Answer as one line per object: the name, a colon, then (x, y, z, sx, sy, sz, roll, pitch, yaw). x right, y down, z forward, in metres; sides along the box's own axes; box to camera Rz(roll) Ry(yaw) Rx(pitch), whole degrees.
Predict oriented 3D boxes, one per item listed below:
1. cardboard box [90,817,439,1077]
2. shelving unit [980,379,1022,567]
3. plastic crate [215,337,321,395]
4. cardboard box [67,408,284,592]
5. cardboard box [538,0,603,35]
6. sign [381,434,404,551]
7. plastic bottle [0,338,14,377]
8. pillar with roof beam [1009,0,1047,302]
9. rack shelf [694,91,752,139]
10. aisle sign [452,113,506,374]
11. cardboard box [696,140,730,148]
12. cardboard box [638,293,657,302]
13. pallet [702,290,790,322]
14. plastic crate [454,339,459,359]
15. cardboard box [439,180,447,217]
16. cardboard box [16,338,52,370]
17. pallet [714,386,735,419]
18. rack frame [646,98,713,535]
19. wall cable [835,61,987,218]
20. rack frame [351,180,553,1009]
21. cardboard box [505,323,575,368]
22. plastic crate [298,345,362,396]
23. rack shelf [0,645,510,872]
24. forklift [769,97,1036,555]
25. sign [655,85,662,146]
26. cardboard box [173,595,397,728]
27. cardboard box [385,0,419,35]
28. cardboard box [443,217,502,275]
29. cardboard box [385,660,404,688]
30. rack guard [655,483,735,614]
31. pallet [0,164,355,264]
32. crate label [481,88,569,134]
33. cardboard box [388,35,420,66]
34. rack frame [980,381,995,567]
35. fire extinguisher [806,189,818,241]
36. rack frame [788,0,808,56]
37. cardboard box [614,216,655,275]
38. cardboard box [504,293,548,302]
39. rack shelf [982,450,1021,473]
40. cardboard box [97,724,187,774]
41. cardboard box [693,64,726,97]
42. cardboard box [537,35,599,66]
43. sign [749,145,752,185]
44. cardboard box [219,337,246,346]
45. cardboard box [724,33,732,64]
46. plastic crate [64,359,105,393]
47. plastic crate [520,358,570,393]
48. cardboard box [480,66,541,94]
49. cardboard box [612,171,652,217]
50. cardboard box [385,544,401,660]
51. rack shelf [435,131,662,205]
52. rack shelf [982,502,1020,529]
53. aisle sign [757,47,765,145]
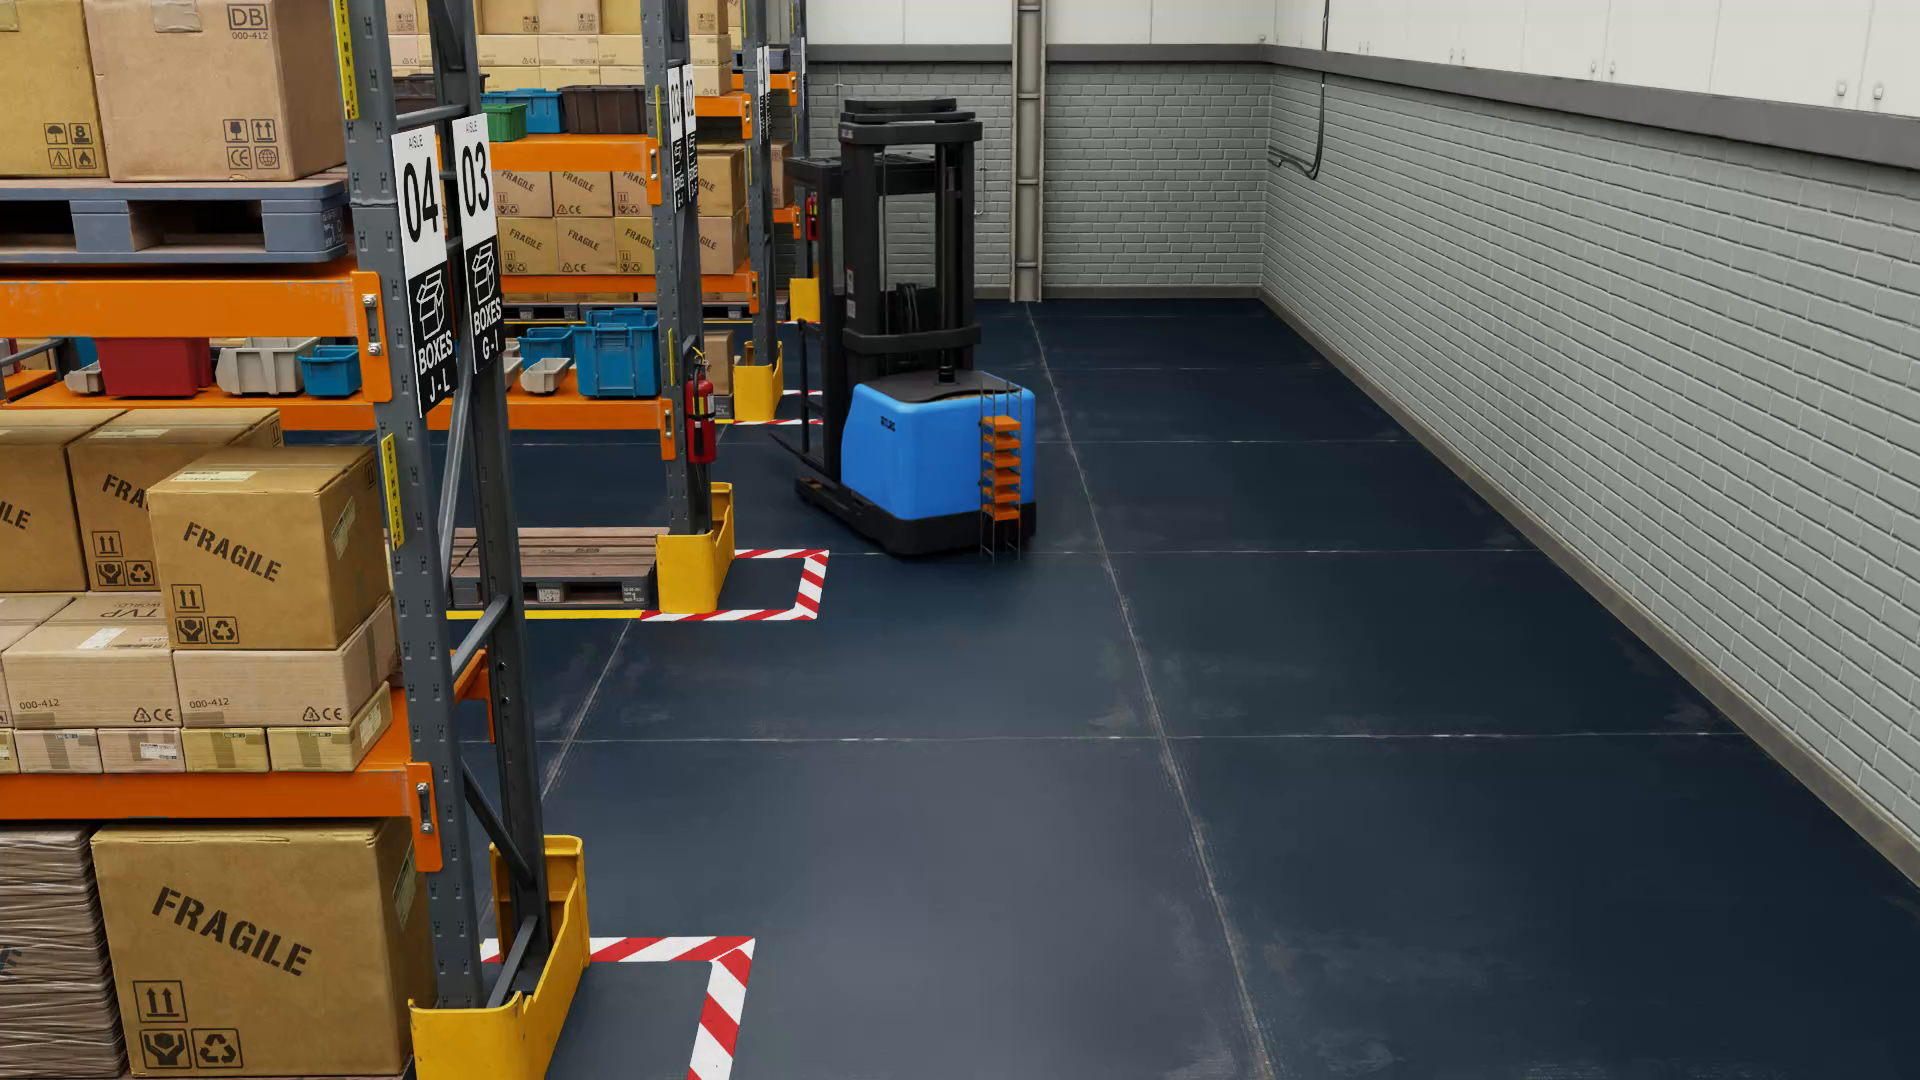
cardboard box: (-2.263, 1.200, 5.687, 0.875, 0.875, 0.875, 0, 18, -1)
shelving unit: (0.266, -0.439, 10.952, 0.189, 1.200, 0.258, -7, 19, -20)
plastic crate: (-4.172, -1.056, 10.025, 0.530, 0.282, 0.437, 0, 18, -1)
cardboard box: (-2.608, -0.144, 5.618, 0.500, 0.500, 0.500, -1, 18, -2)
cardboard box: (-3.290, -4.598, 14.259, 0.500, 0.500, 0.700, 0, 18, -1)
sign: (-1.630, -0.138, 4.783, 0.005, 0.325, 0.100, 0, 18, -1)
plastic bottle: (-6.099, -1.206, 10.478, 0.185, 0.351, 0.144, 0, 18, -1)
pillar with roof beam: (0.895, -5.997, 15.510, 0.400, 9.000, 9.100, 0, 18, -1)
rack shelf: (-3.777, -3.741, 14.566, 4.000, 0.370, 1.077, 0, 18, -1)
aisle sign: (-1.557, -0.969, 5.402, 0.004, 0.787, 0.394, 0, 18, -1)
cardboard box: (-3.096, -4.308, 19.576, 0.700, 0.700, 0.980, 0, 18, -1)
cardboard box: (-3.560, -3.149, 19.857, 0.500, 0.500, 0.700, -1, 18, -3)
pallet: (-2.657, -2.822, 20.000, 1.213, 0.211, 1.003, 0, 18, -1)
plastic crate: (-3.271, -1.194, 10.535, 0.300, 0.233, 0.416, 0, 18, -1)
cardboard box: (-4.271, -3.091, 14.471, 0.500, 0.500, 0.500, -1, 18, -2)
cardboard box: (-8.291, -1.566, 14.889, 0.500, 0.500, 0.500, -1, 18, -2)
pallet: (-2.650, -1.333, 15.356, 1.213, 0.211, 1.003, 0, 18, -1)
rack frame: (-1.702, -1.152, 10.228, 0.127, 3.000, 1.000, 0, 18, -1)
wall cable: (-0.593, -4.957, 20.425, 1.851, 1.984, 0.084, 0, 18, -1)
rack frame: (-1.624, 0.361, 5.513, 0.127, 3.000, 1.000, 0, 18, -1)
cardboard box: (-3.898, -1.677, 15.232, 0.637, 0.503, 0.797, 0, 18, -1)
plastic crate: (-3.752, -1.013, 9.970, 0.300, 0.233, 0.416, 0, 18, -1)
rack shelf: (-3.624, 0.713, 5.592, 4.000, 0.370, 1.077, 0, 18, -1)
forklift: (-0.588, -1.703, 12.058, 1.130, 2.935, 3.031, -9, 20, -25)
sign: (-1.678, -2.363, 9.263, 0.005, 0.325, 0.100, 0, 18, -1)
cardboard box: (-2.105, 0.374, 5.230, 0.500, 0.250, 0.500, -1, 18, -2)
cardboard box: (-4.789, -4.571, 14.174, 0.500, 0.500, 0.700, 0, 18, -1)
cardboard box: (-4.250, -2.618, 14.633, 0.500, 0.500, 0.500, 0, 18, -1)
cardboard box: (-1.984, 0.381, 5.860, 0.250, 0.149, 0.380, 0, 18, 0)
rack guard: (-1.679, 0.034, 10.623, 0.348, 0.500, 1.175, 0, 18, -1)
pallet: (-2.366, -1.019, 5.047, 1.213, 0.211, 1.003, 0, 18, -1)
crate label: (-2.630, -2.604, 10.087, 0.502, 0.251, 0.408, 0, 18, -1)
cardboard box: (-4.786, -4.170, 14.153, 0.500, 0.250, 0.500, 0, 18, -1)
rack frame: (0.180, -0.429, 10.921, 0.006, 1.200, 0.240, -7, 19, -20)
fire extinguisher: (-1.701, -3.823, 19.292, 0.183, 0.674, 0.296, 0, 18, -1)
rack frame: (-1.859, -7.034, 18.744, 0.127, 3.000, 1.000, 0, 18, -1)
cardboard box: (-2.739, -2.624, 14.652, 0.500, 0.500, 0.500, 0, 18, 0)
cardboard box: (-5.109, -3.141, 19.832, 0.500, 0.500, 0.700, 0, 18, 0)
rack shelf: (0.266, -0.511, 10.929, 0.180, 0.103, 0.258, -7, 19, -20)
cardboard box: (-2.487, 0.585, 5.224, 0.250, 0.149, 0.380, 0, 18, -1)
cardboard box: (-2.286, -3.939, 14.250, 0.500, 0.250, 0.500, 0, 18, -1)
cardboard box: (-3.286, -4.176, 14.171, 0.500, 0.250, 0.500, 0, 18, -1)
sign: (-1.788, -3.197, 14.191, 0.005, 0.325, 0.100, 0, 18, -1)
cardboard box: (-6.265, -1.575, 14.919, 0.500, 0.500, 0.500, 0, 18, -1)
cardboard box: (-2.295, -4.337, 14.673, 0.500, 0.250, 0.500, 0, 18, -1)
plastic crate: (-5.234, -0.994, 10.070, 0.243, 0.136, 0.396, 0, 18, -1)
plastic crate: (-2.515, -0.996, 10.075, 0.243, 0.136, 0.396, 0, 18, -1)
cardboard box: (-3.786, -3.936, 14.241, 0.500, 0.250, 0.500, 0, 18, -1)
cardboard box: (-2.723, -3.100, 14.500, 0.500, 0.500, 0.500, 0, 18, 1)
cardboard box: (-2.108, 0.210, 5.740, 0.500, 0.250, 0.500, -1, 18, -2)
rack shelf: (-3.702, -2.228, 9.850, 4.000, 0.370, 1.077, 0, 18, -1)
rack shelf: (0.266, -0.168, 11.039, 0.180, 0.103, 0.258, -7, 19, -20)
aisle sign: (-1.704, -3.810, 14.257, 0.004, 0.787, 0.394, 0, 18, -1)
